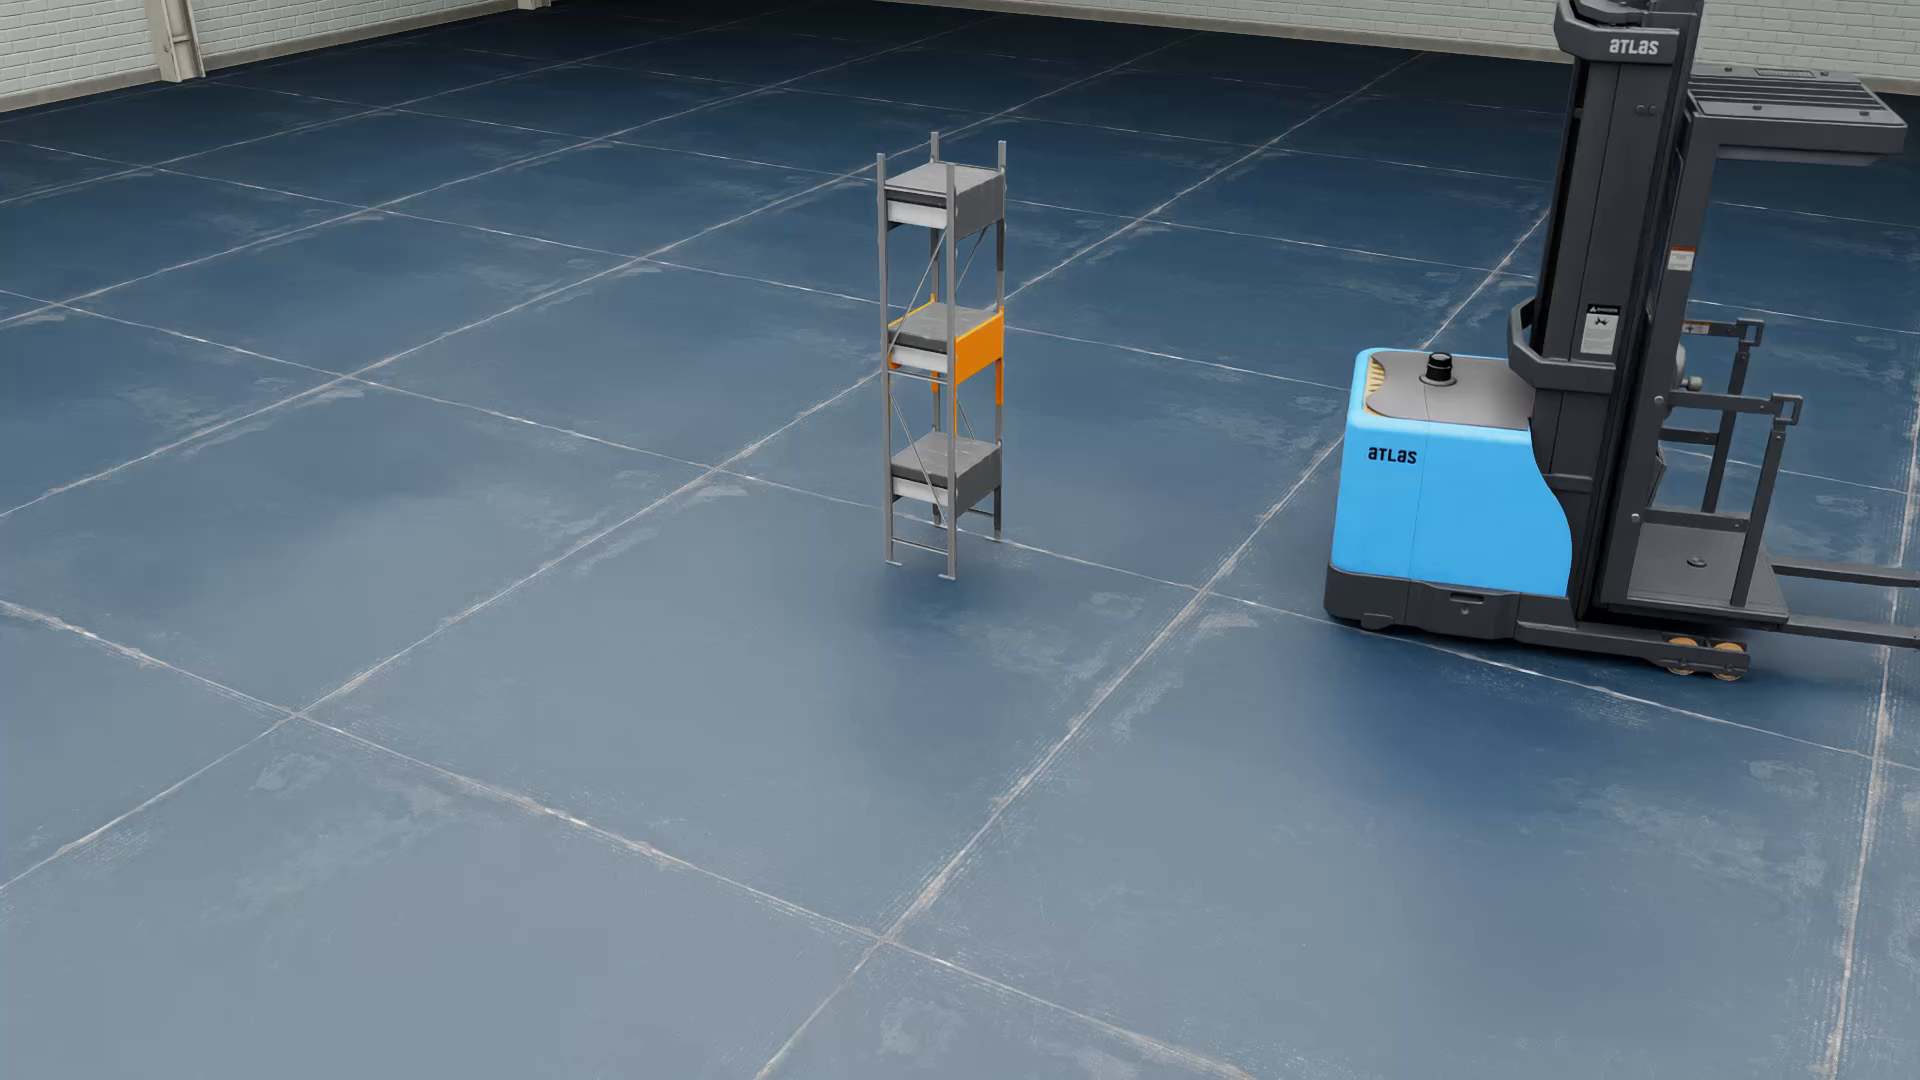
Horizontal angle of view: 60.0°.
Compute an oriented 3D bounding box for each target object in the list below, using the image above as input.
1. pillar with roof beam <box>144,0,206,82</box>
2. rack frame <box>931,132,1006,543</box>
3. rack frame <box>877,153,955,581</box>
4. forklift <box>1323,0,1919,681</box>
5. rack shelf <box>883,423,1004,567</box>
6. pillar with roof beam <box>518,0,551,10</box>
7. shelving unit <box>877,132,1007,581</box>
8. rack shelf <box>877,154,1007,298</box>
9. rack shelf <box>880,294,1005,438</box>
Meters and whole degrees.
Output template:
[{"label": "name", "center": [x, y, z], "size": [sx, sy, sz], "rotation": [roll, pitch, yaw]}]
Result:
[{"label": "pillar with roof beam", "center": [-5.433, -8.536, 15.749], "size": [9.100, 9.000, 0.400], "rotation": [14, 30, 26]}, {"label": "rack frame", "center": [0.039, -0.970, 8.341], "size": [0.400, 2.100, 0.015], "rotation": [14, 30, 26]}, {"label": "rack frame", "center": [-0.201, -0.779, 7.961], "size": [0.400, 2.100, 0.015], "rotation": [14, 30, 26]}, {"label": "forklift", "center": [3.313, -0.942, 7.358], "size": [3.031, 2.935, 1.130], "rotation": [7, 27, 13]}, {"label": "rack shelf", "center": [-0.081, -0.236, 8.471], "size": [0.431, 0.518, 0.480], "rotation": [14, 30, 26]}, {"label": "pillar with roof beam", "center": [-2.482, -10.874, 20.420], "size": [9.100, 9.000, 0.400], "rotation": [14, 30, 26]}, {"label": "shelving unit", "center": [-0.081, -0.874, 8.151], "size": [0.431, 2.100, 0.503], "rotation": [14, 30, 26]}, {"label": "rack shelf", "center": [-0.081, -1.488, 7.844], "size": [0.431, 0.518, 0.480], "rotation": [14, 30, 26]}, {"label": "rack shelf", "center": [-0.081, -0.862, 8.157], "size": [0.431, 0.518, 0.480], "rotation": [14, 30, 26]}]
